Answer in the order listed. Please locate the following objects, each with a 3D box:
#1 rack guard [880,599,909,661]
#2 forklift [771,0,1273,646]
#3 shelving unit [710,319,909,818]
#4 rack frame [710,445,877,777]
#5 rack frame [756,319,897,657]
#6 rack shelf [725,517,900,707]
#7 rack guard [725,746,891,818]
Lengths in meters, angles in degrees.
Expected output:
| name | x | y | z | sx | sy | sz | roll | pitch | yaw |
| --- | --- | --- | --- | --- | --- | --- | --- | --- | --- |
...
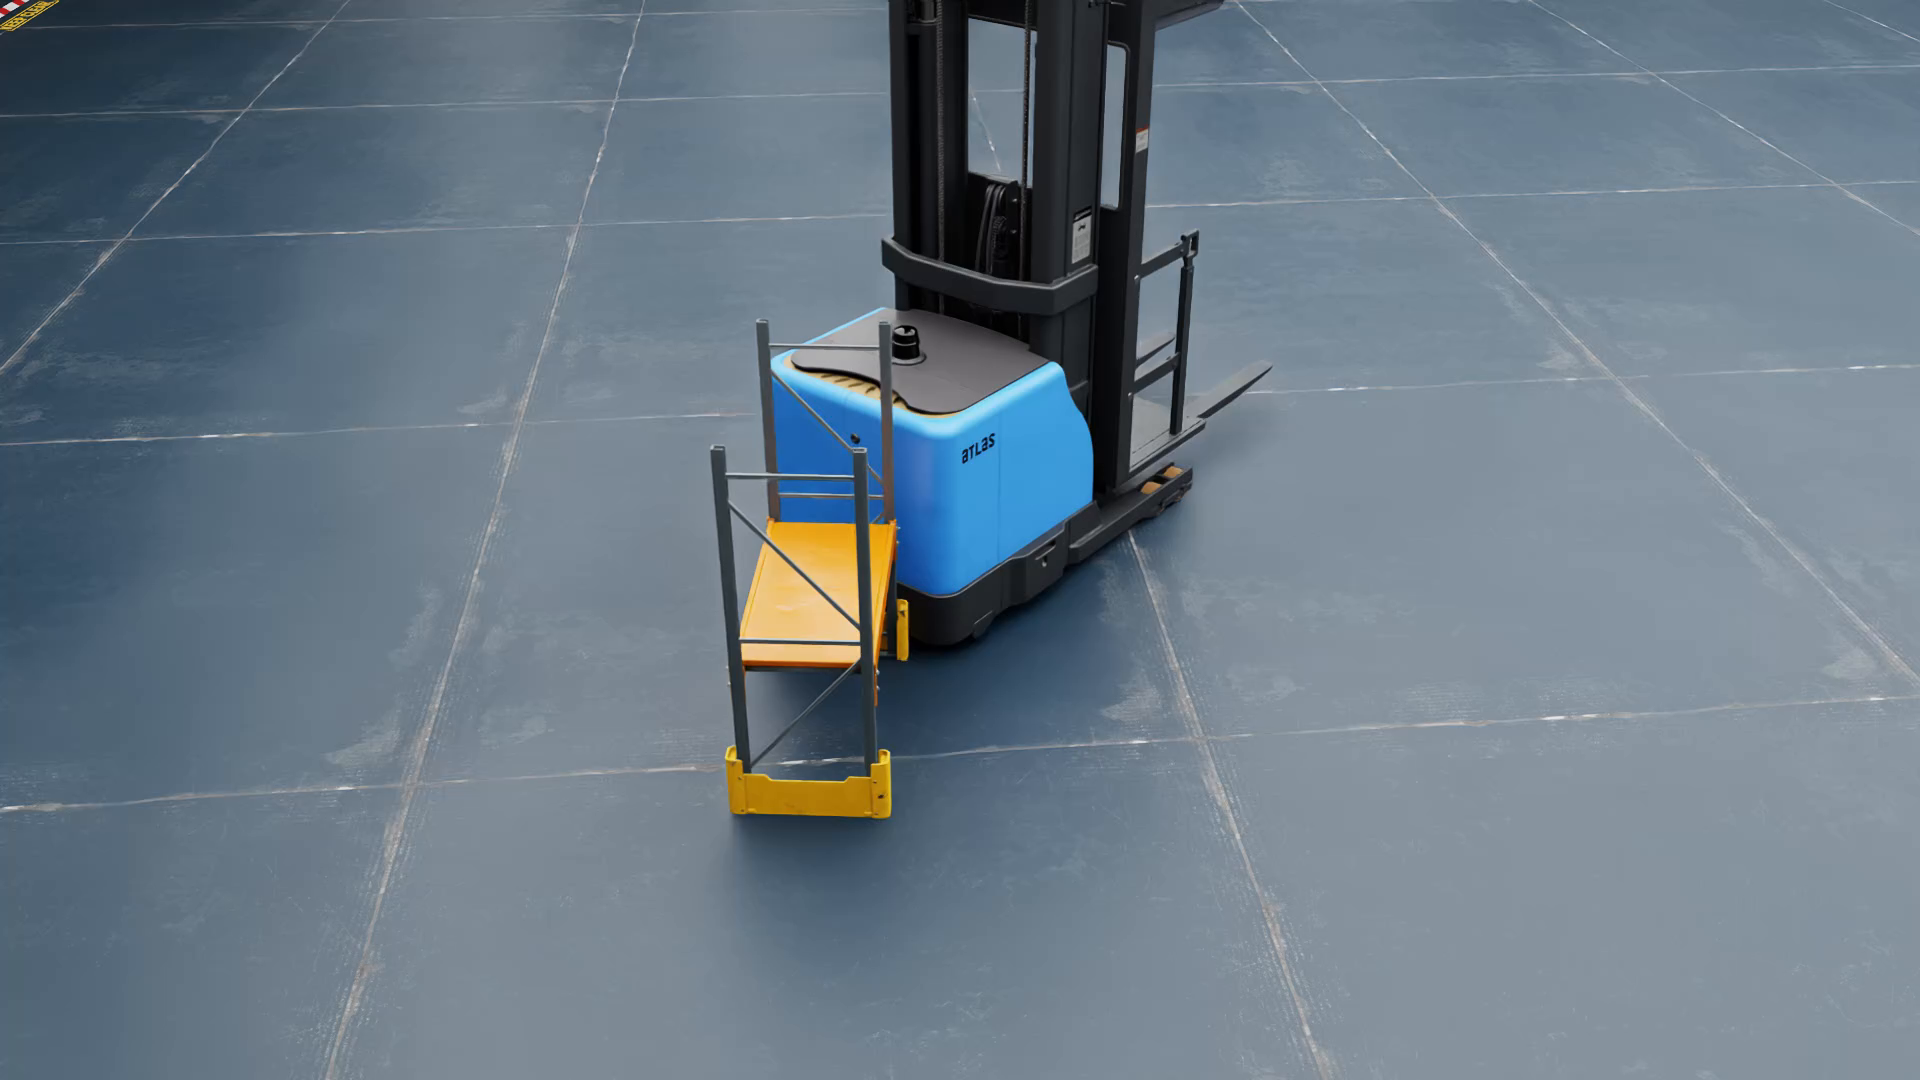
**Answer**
| name | x | y | z | sx | sy | sz | roll | pitch | yaw |
| --- | --- | --- | --- | --- | --- | --- | --- | --- | --- |
| rack guard | -0.508 | 0.368 | 6.890 | 0.587 | 0.250 | 0.087 | 1 | 31 | 2 |
| forklift | 0.473 | -1.511 | 7.421 | 1.130 | 2.935 | 3.031 | 22 | 37 | 32 |
| shelving unit | -0.528 | 0.087 | 6.142 | 0.587 | 1.500 | 1.083 | 1 | 31 | 2 |
| rack frame | -0.548 | 0.352 | 5.698 | 0.500 | 1.500 | 0.032 | 1 | 31 | 2 |
| rack frame | -0.508 | -0.169 | 6.570 | 0.500 | 1.500 | 0.032 | 1 | 31 | 2 |
| rack shelf | -0.528 | 0.246 | 6.226 | 0.538 | 0.185 | 1.000 | 1 | 31 | 2 |
| rack guard | -0.547 | 0.879 | 6.035 | 0.587 | 0.250 | 0.087 | 1 | 31 | 2 |
